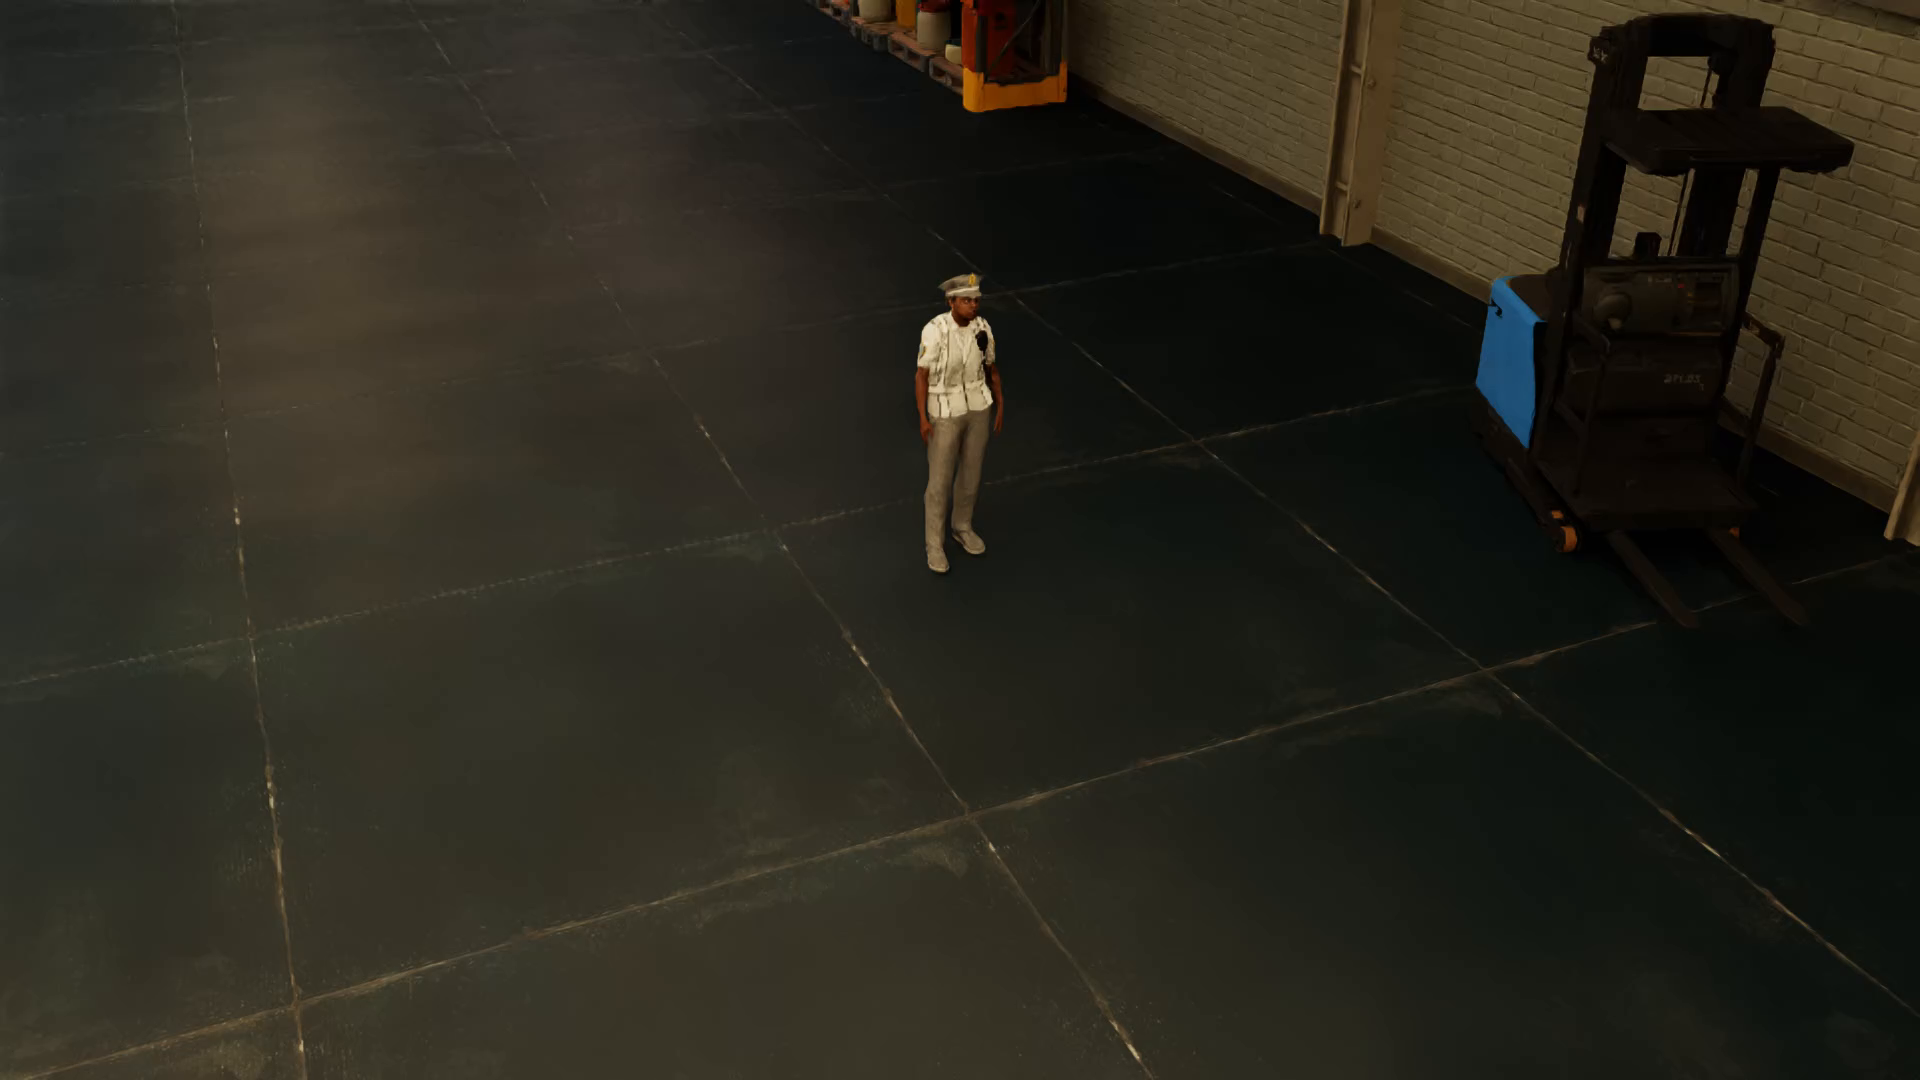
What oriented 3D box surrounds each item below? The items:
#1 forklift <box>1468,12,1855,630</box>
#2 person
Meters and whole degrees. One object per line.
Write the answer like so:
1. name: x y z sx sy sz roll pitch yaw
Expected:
1. forklift: 4.096 -1.367 9.511 1.130 2.935 3.031 -2 30 -3
2. person: 0.012 -0.705 9.582 0.570 1.695 0.529 -12 32 -20
